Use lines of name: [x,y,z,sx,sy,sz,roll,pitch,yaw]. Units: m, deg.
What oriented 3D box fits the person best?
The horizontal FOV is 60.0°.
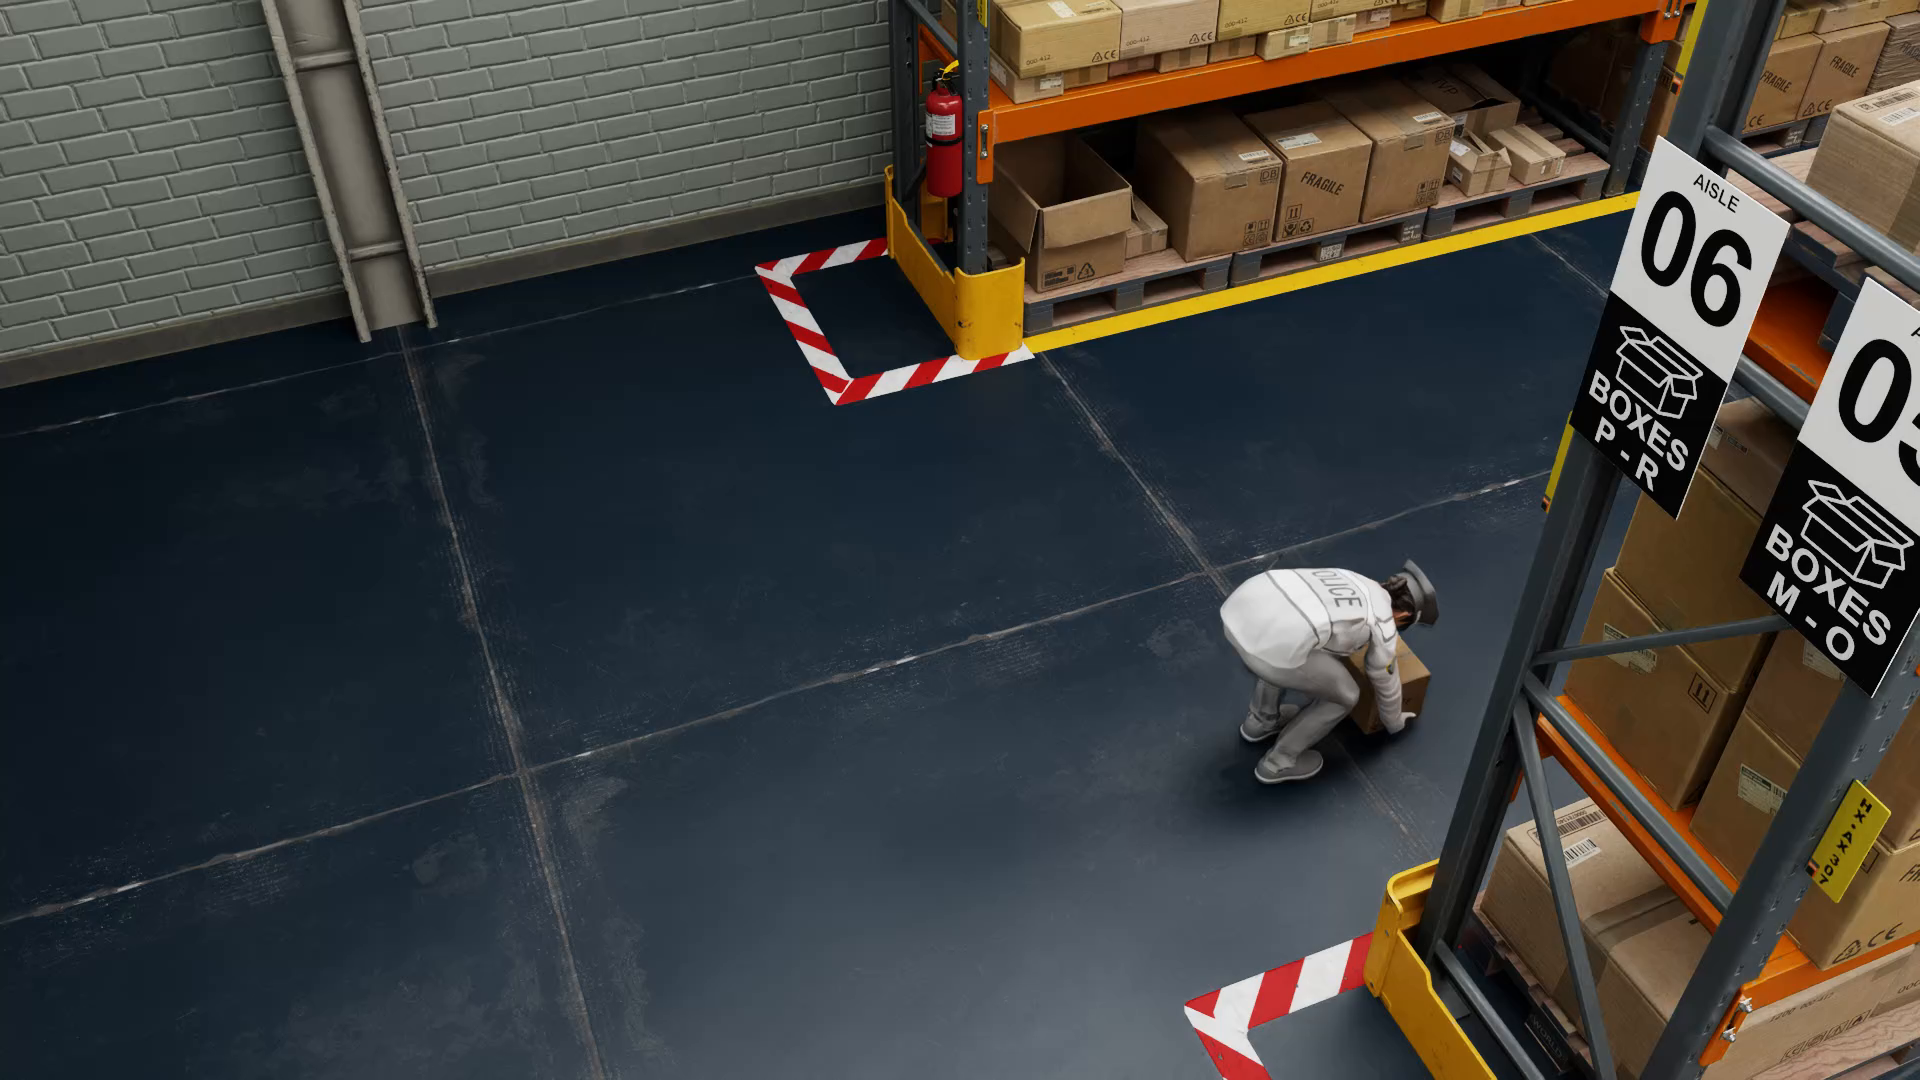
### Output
person: [1.367,0.444,6.235,0.880,0.903,0.445,-17,45,-18]
